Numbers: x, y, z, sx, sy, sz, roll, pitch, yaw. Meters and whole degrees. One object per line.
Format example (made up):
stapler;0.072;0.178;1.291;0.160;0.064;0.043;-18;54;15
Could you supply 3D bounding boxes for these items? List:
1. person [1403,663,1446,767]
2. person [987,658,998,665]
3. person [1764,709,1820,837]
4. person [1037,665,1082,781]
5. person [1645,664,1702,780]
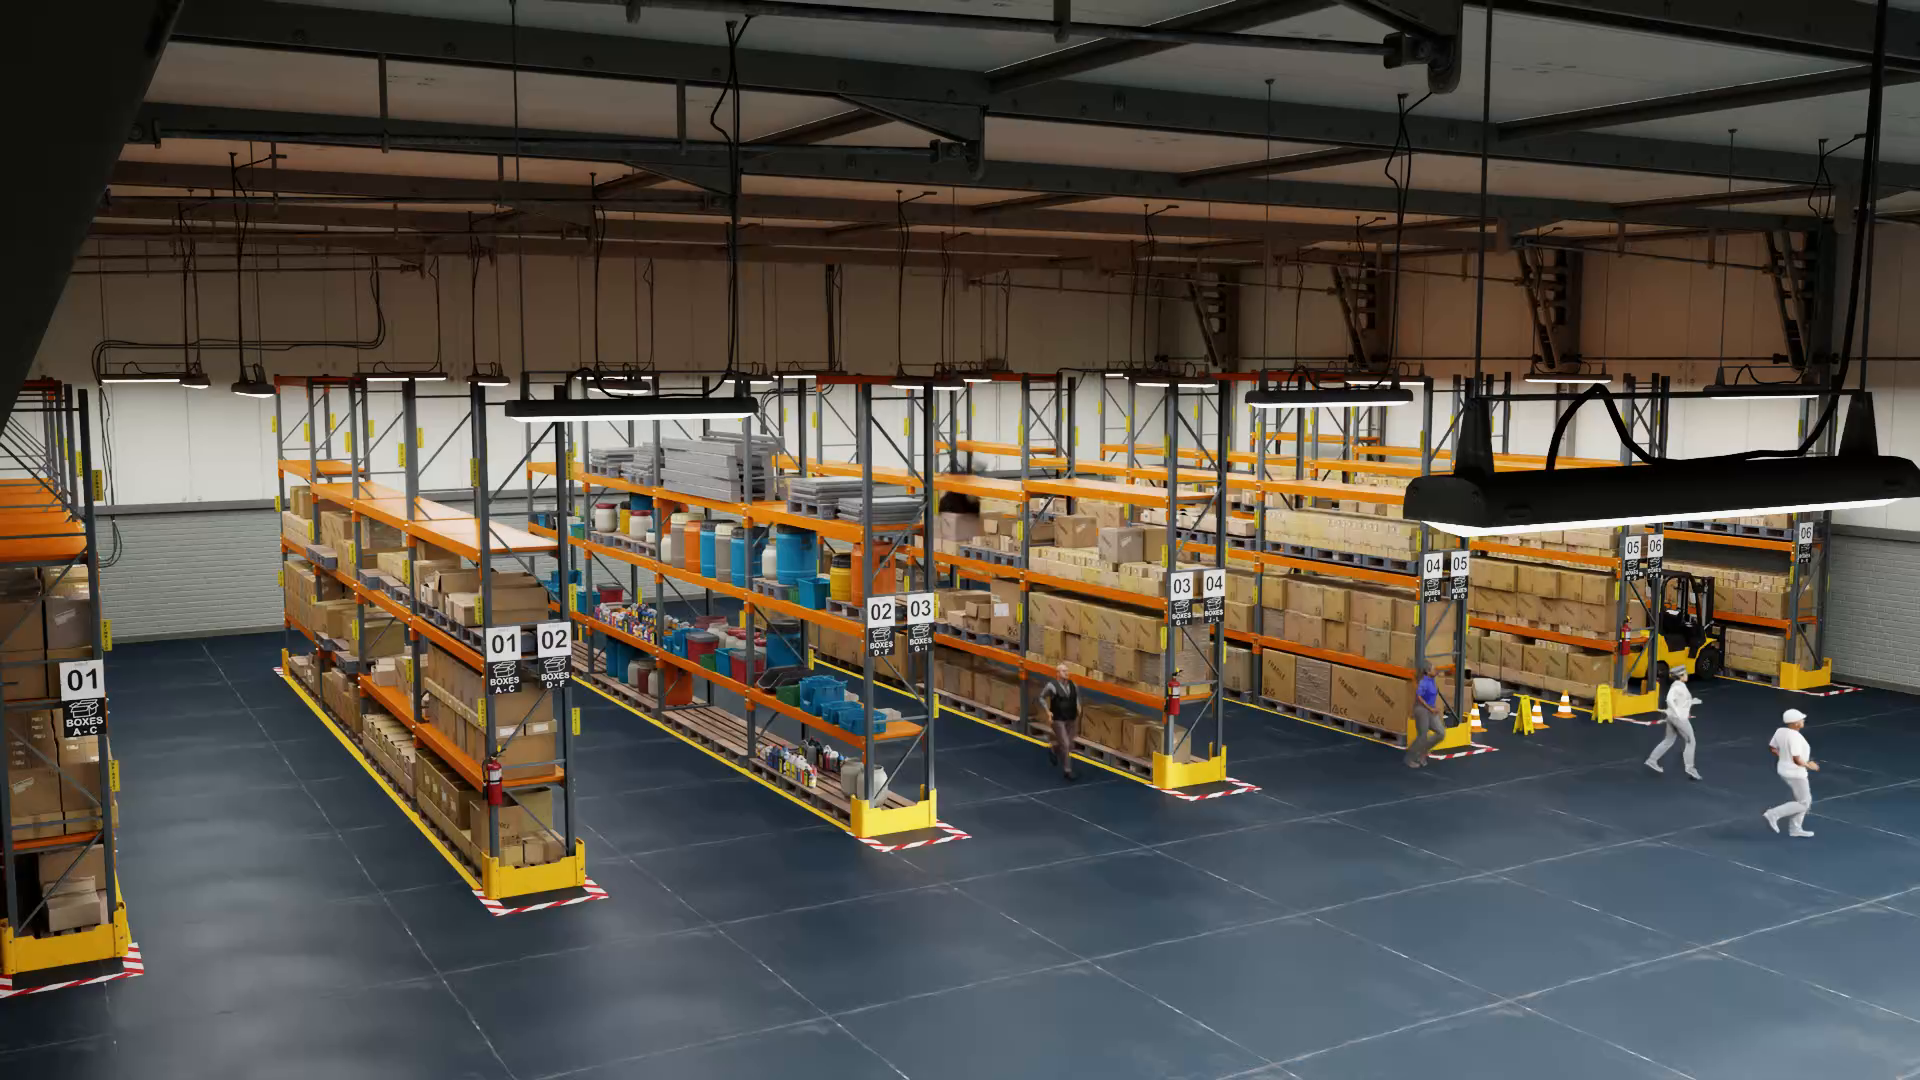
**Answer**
person;7.277;2.705;25.854;0.576;1.600;0.640;5;8;37
person;0.760;1.872;33.257;0.582;1.644;0.635;-6;8;-41
person;10.955;3.078;21.943;0.706;1.723;0.706;0;6;3
person;1.536;2.724;25.171;0.684;1.696;0.908;-3;7;-29
person;10.820;2.745;25.147;0.805;1.745;0.600;1;6;6
